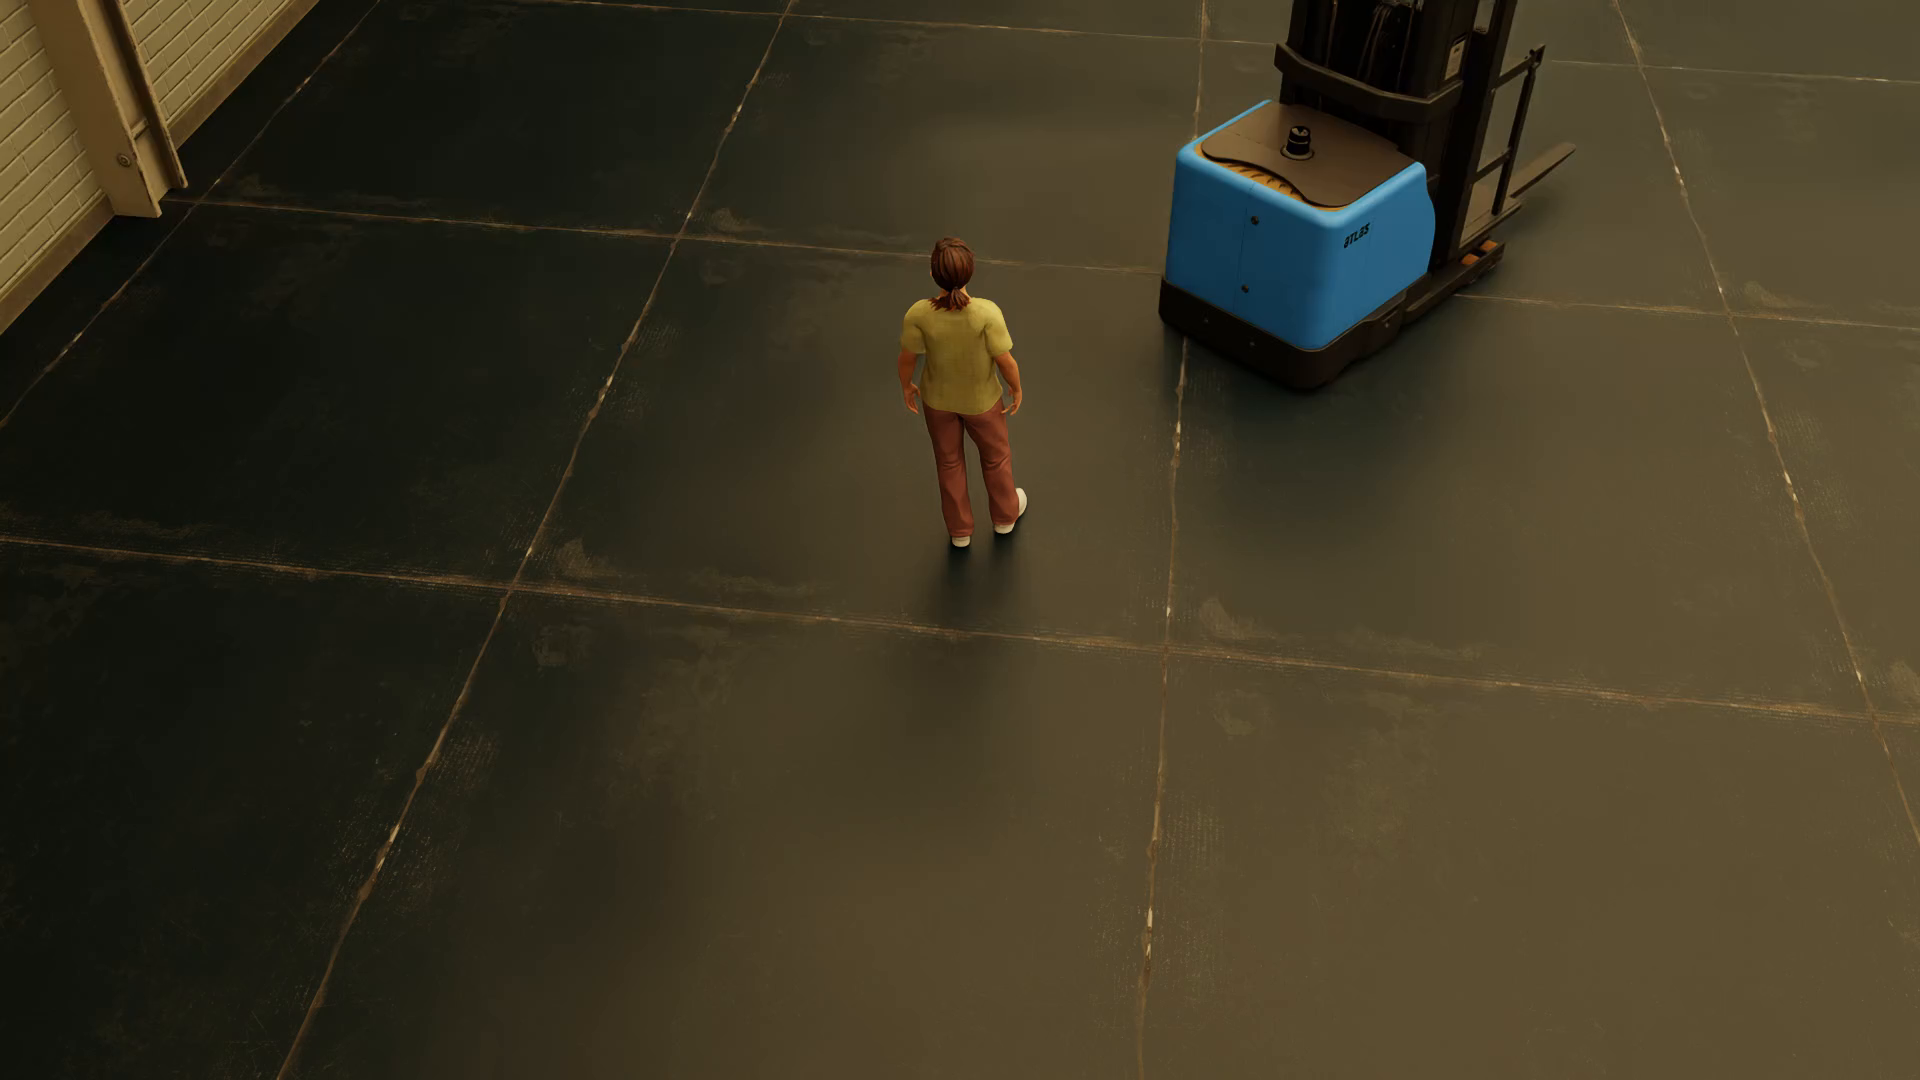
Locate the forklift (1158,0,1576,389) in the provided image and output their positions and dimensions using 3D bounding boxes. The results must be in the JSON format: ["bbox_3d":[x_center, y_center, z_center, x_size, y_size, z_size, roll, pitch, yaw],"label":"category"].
[{"bbox_3d":[2.482,-2.761,8.730,1.130,2.935,3.031,34,52,31],"label":"forklift"}]

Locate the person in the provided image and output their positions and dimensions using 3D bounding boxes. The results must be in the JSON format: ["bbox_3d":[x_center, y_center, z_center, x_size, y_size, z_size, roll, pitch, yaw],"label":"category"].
[{"bbox_3d":[0.021,-0.670,7.372,0.555,1.675,0.549,5,43,6],"label":"person"}]
